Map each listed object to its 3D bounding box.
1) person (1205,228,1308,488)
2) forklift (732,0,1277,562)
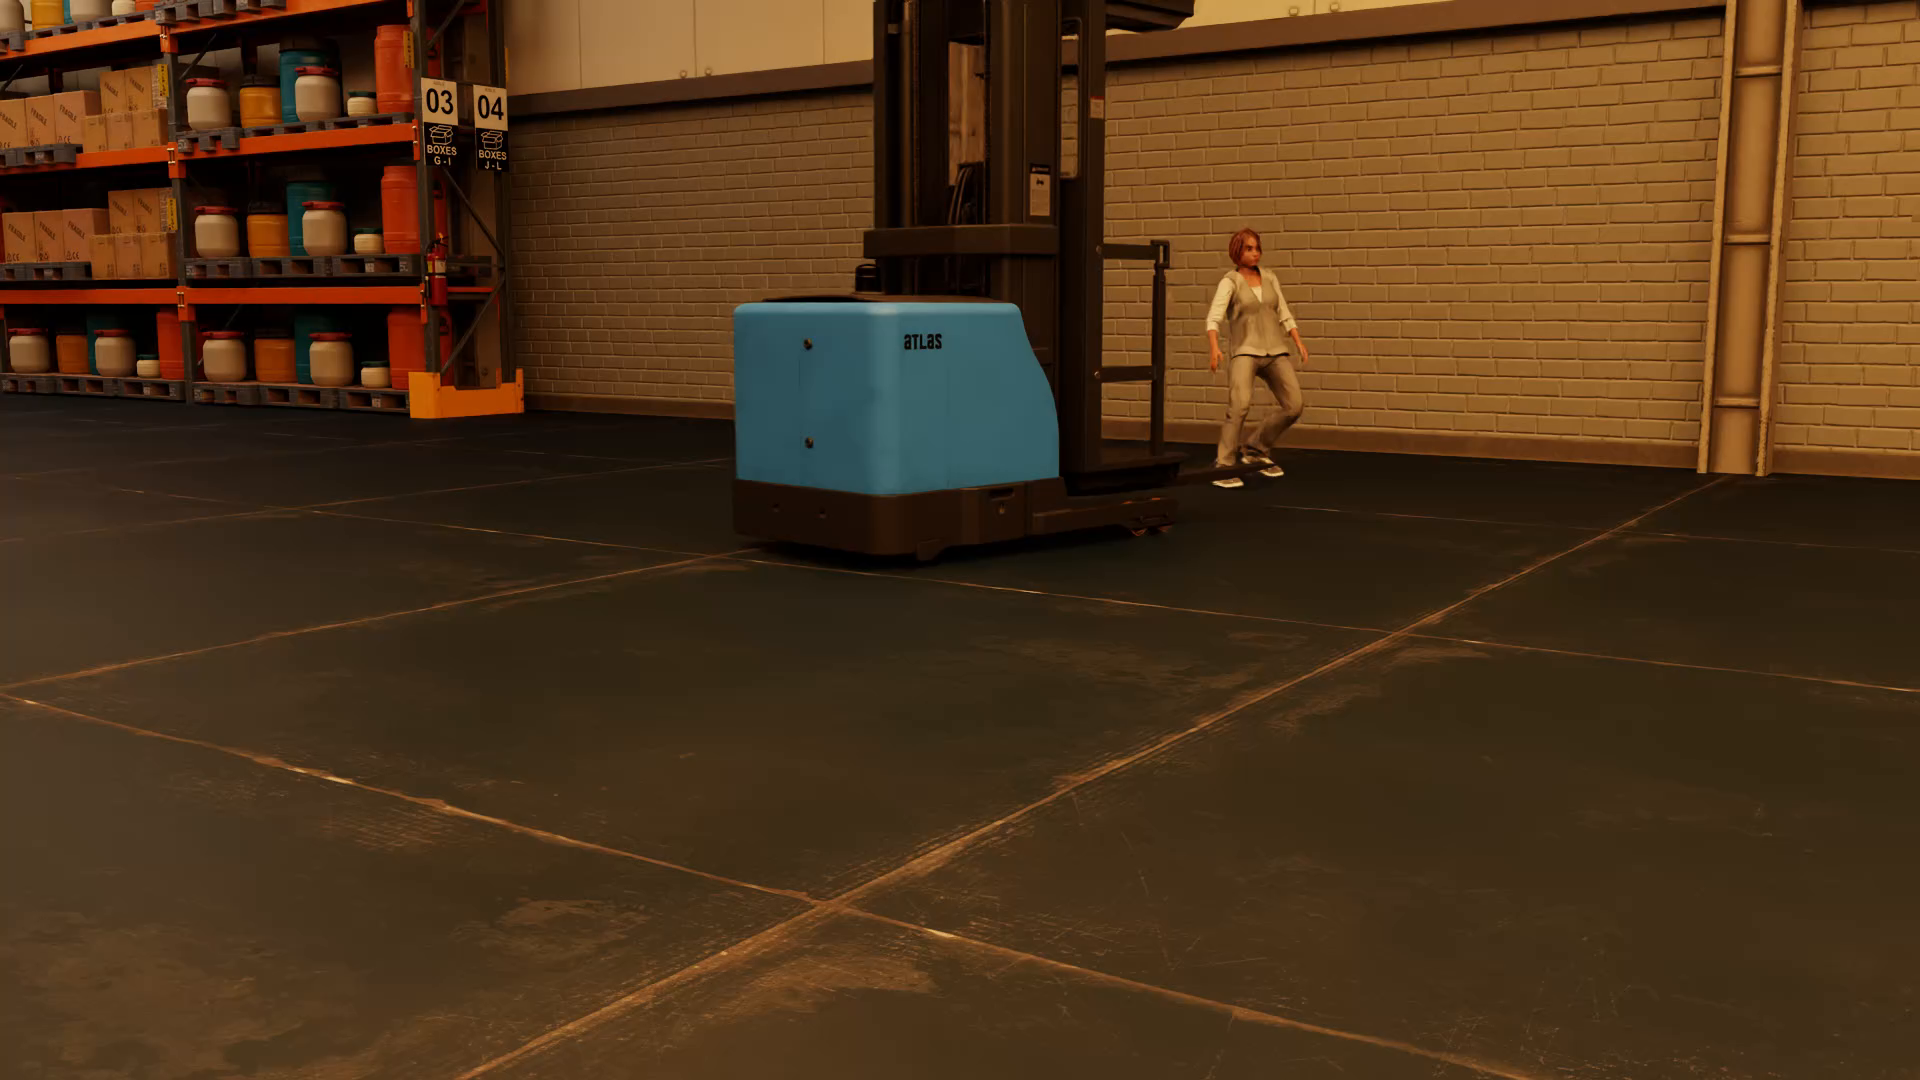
[{"bbox_3d":[1.720,-1.077,9.800,0.651,1.503,0.522,-2,8,-16],"label":"person"},{"bbox_3d":[0.391,-1.516,7.852,1.130,2.935,3.031,8,11,44],"label":"forklift"}]
